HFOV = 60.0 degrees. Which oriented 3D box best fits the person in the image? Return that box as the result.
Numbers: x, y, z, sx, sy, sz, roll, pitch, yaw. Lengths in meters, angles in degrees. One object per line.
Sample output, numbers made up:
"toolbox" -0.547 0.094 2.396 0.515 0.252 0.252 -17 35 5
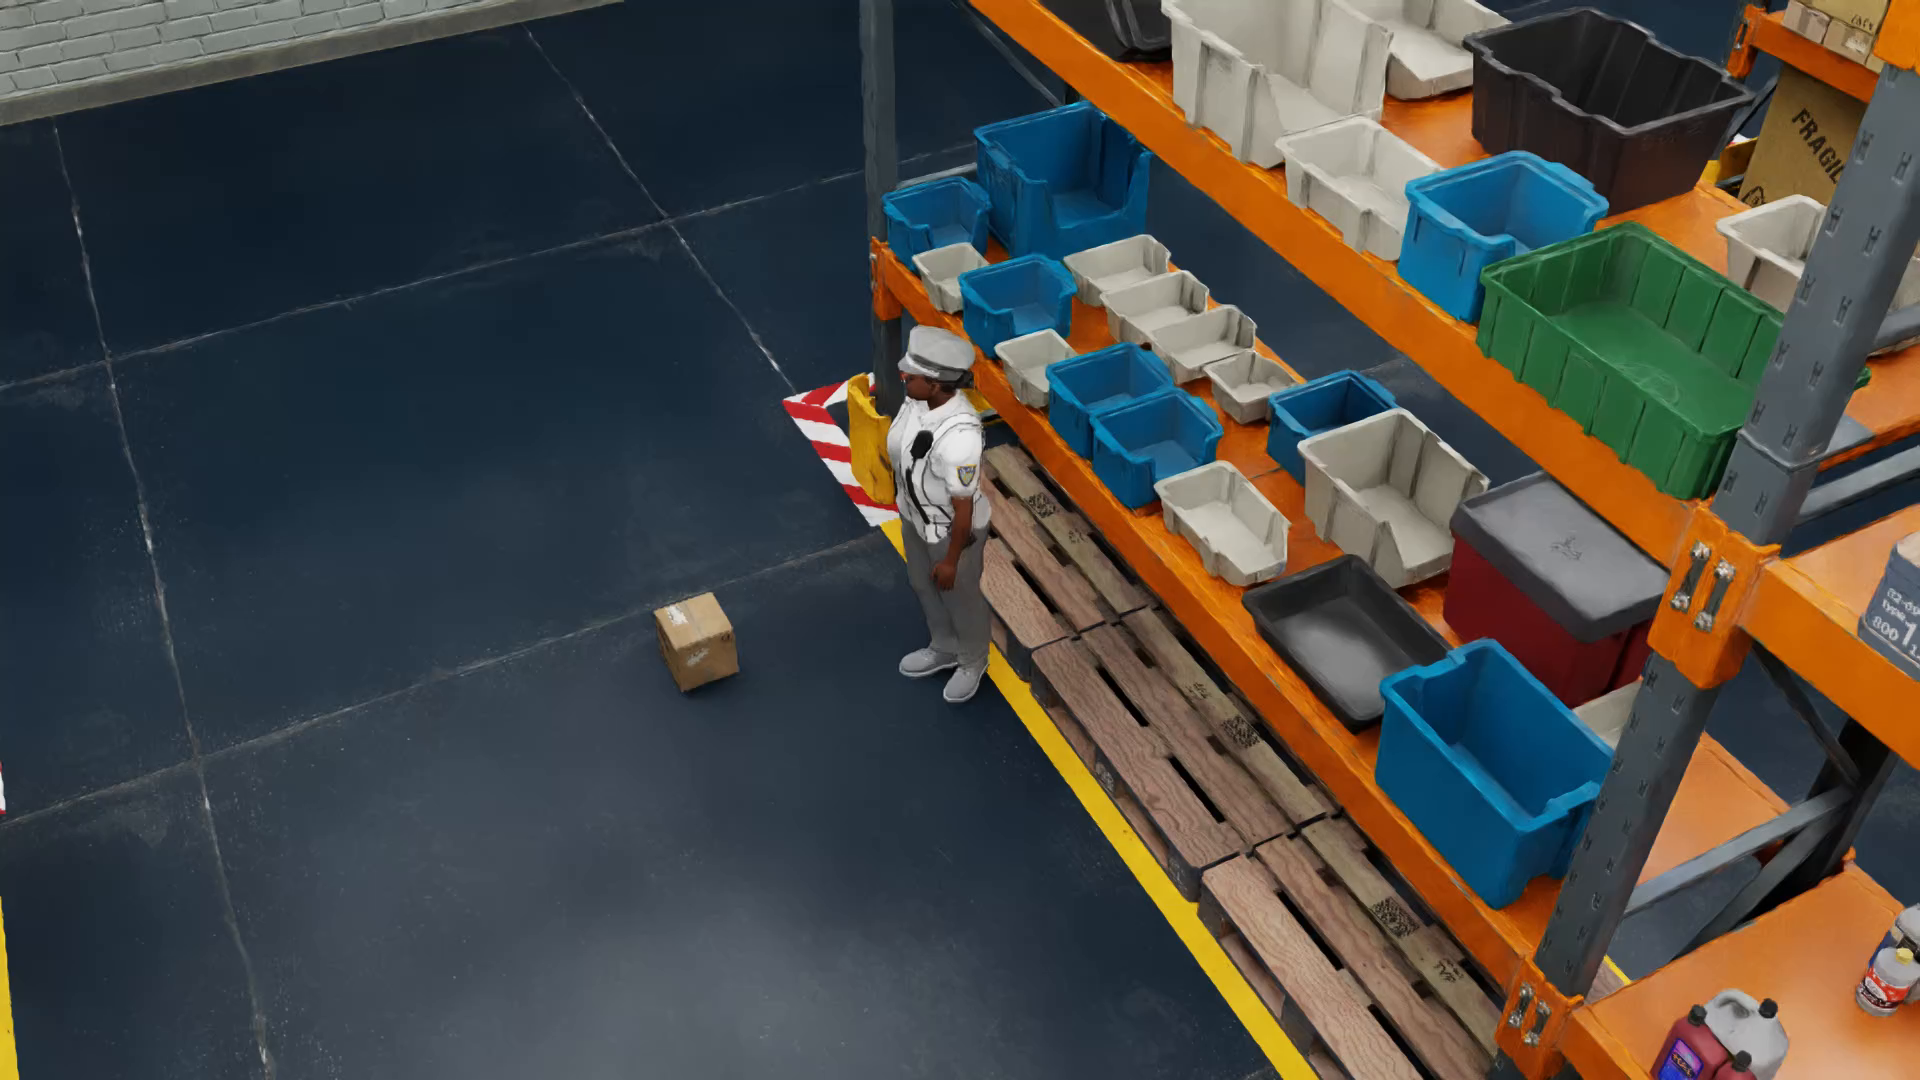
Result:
"person" -0.067 -0.067 6.219 0.392 1.690 0.482 -20 45 -21
